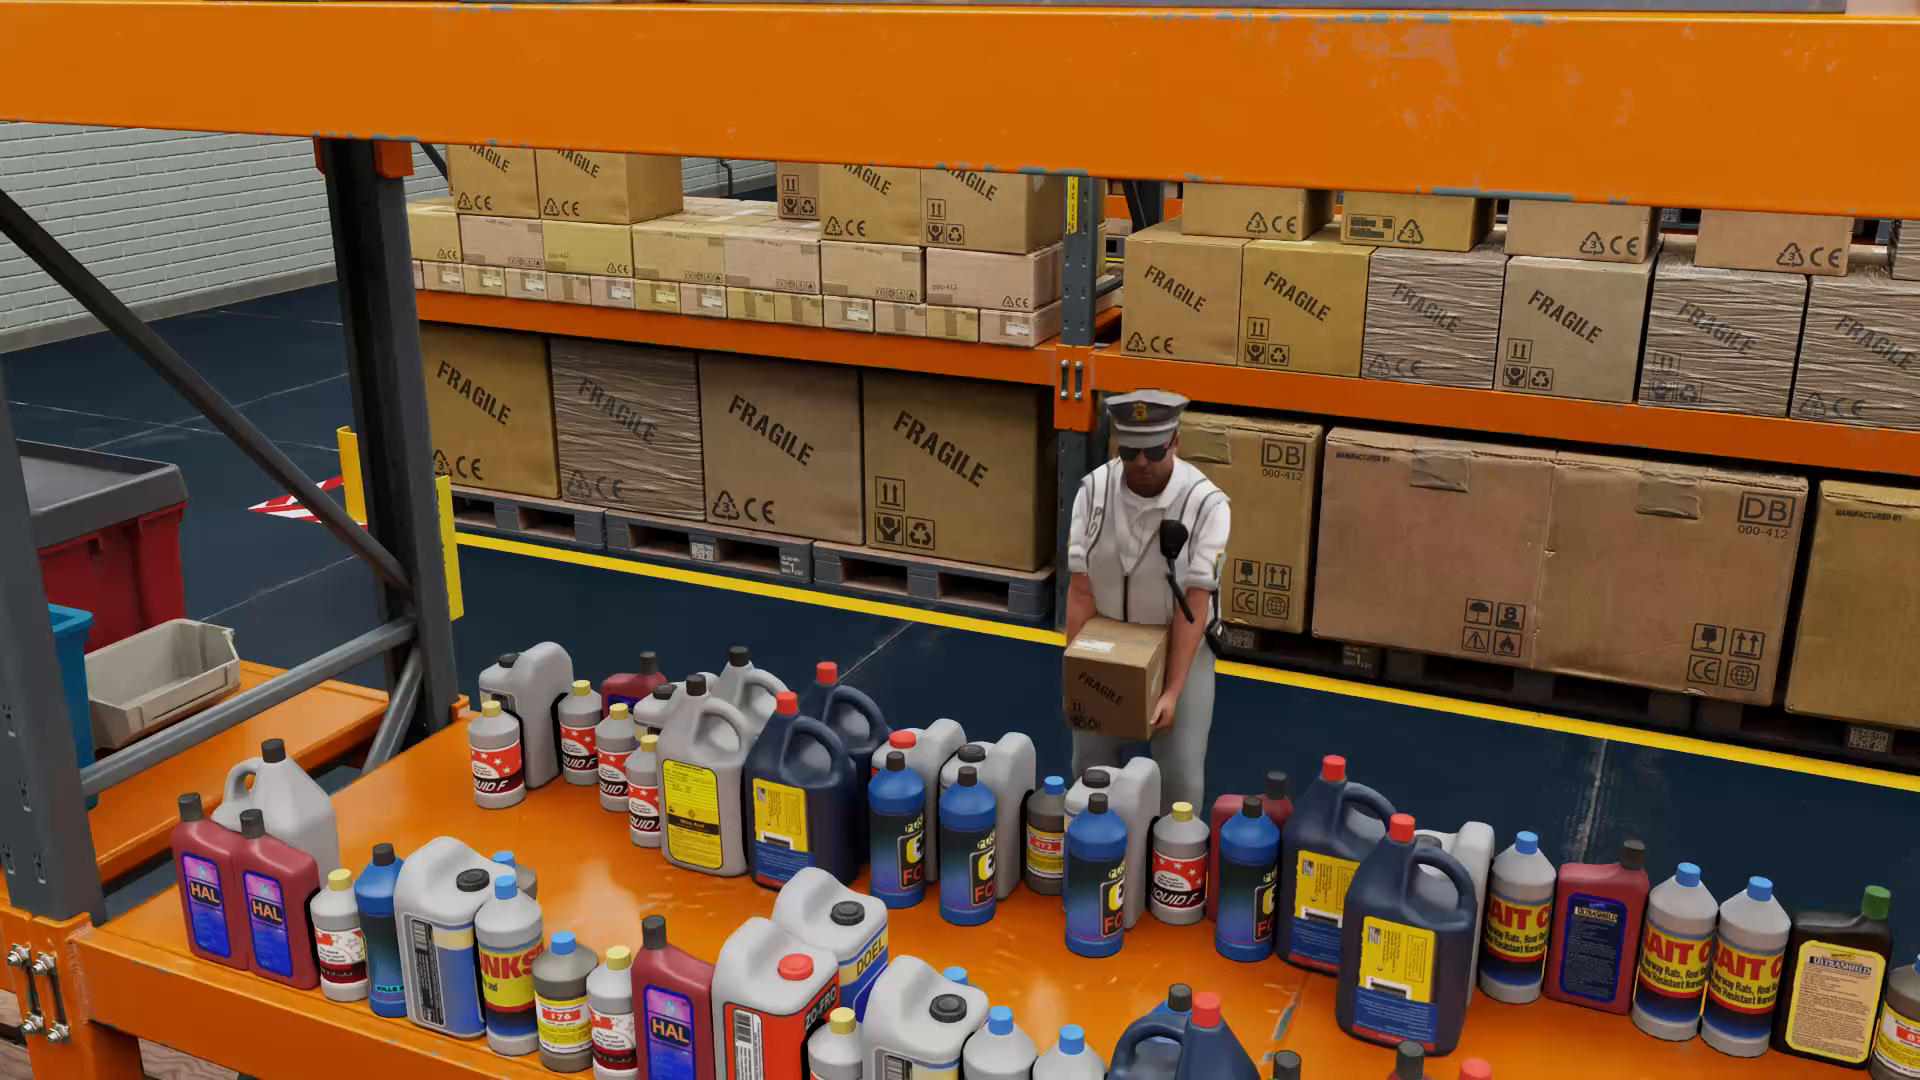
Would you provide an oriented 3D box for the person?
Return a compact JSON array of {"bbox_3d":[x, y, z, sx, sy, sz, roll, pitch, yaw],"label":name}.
[{"bbox_3d":[0.560,0.370,5.034,0.478,1.722,0.604,8,20,22],"label":"person"}]
